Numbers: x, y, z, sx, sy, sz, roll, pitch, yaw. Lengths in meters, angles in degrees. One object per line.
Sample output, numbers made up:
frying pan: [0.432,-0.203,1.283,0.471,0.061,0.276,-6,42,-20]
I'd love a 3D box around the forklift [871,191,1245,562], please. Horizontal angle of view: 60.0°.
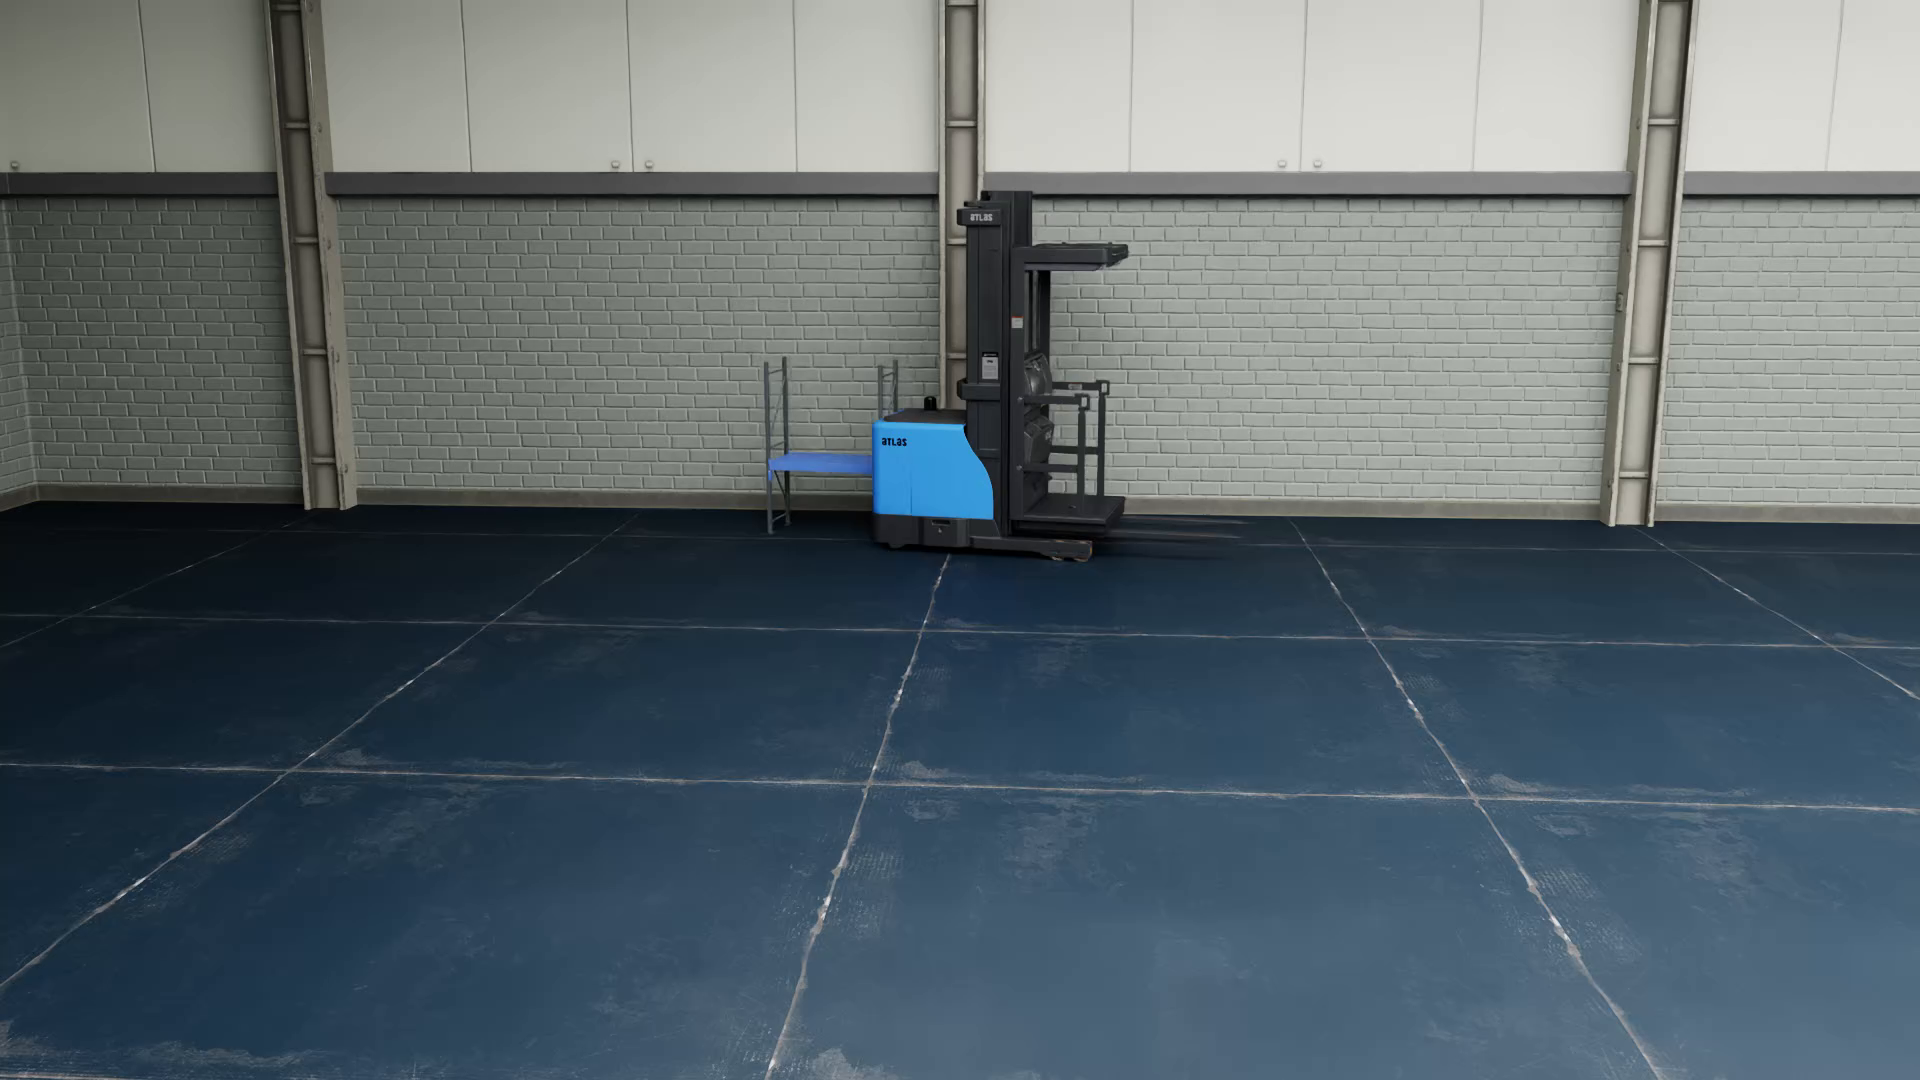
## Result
forklift: [0.833,-1.377,13.692,3.031,2.935,1.130,3,12,14]

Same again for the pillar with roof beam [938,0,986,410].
pillar with roof beam: [-0.267,-3.761,10.269,0.400,9.000,9.100,1,12,4]

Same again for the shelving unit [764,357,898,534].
shelving unit: [-1.109,-0.808,14.467,1.048,1.500,0.538,3,12,14]

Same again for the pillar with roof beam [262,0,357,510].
pillar with roof beam: [-6.254,-3.843,10.662,0.400,9.000,9.100,1,12,4]

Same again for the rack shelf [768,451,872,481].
rack shelf: [-1.109,-0.632,14.504,1.000,0.185,0.538,3,12,14]

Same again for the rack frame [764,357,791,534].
rack frame: [-1.602,-0.833,14.589,0.032,1.500,0.500,3,12,14]

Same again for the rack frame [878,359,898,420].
rack frame: [-0.616,-0.783,14.346,0.032,1.500,0.500,3,12,14]

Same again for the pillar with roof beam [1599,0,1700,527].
pillar with roof beam: [5.719,-3.679,9.877,0.400,9.000,9.100,1,12,4]
